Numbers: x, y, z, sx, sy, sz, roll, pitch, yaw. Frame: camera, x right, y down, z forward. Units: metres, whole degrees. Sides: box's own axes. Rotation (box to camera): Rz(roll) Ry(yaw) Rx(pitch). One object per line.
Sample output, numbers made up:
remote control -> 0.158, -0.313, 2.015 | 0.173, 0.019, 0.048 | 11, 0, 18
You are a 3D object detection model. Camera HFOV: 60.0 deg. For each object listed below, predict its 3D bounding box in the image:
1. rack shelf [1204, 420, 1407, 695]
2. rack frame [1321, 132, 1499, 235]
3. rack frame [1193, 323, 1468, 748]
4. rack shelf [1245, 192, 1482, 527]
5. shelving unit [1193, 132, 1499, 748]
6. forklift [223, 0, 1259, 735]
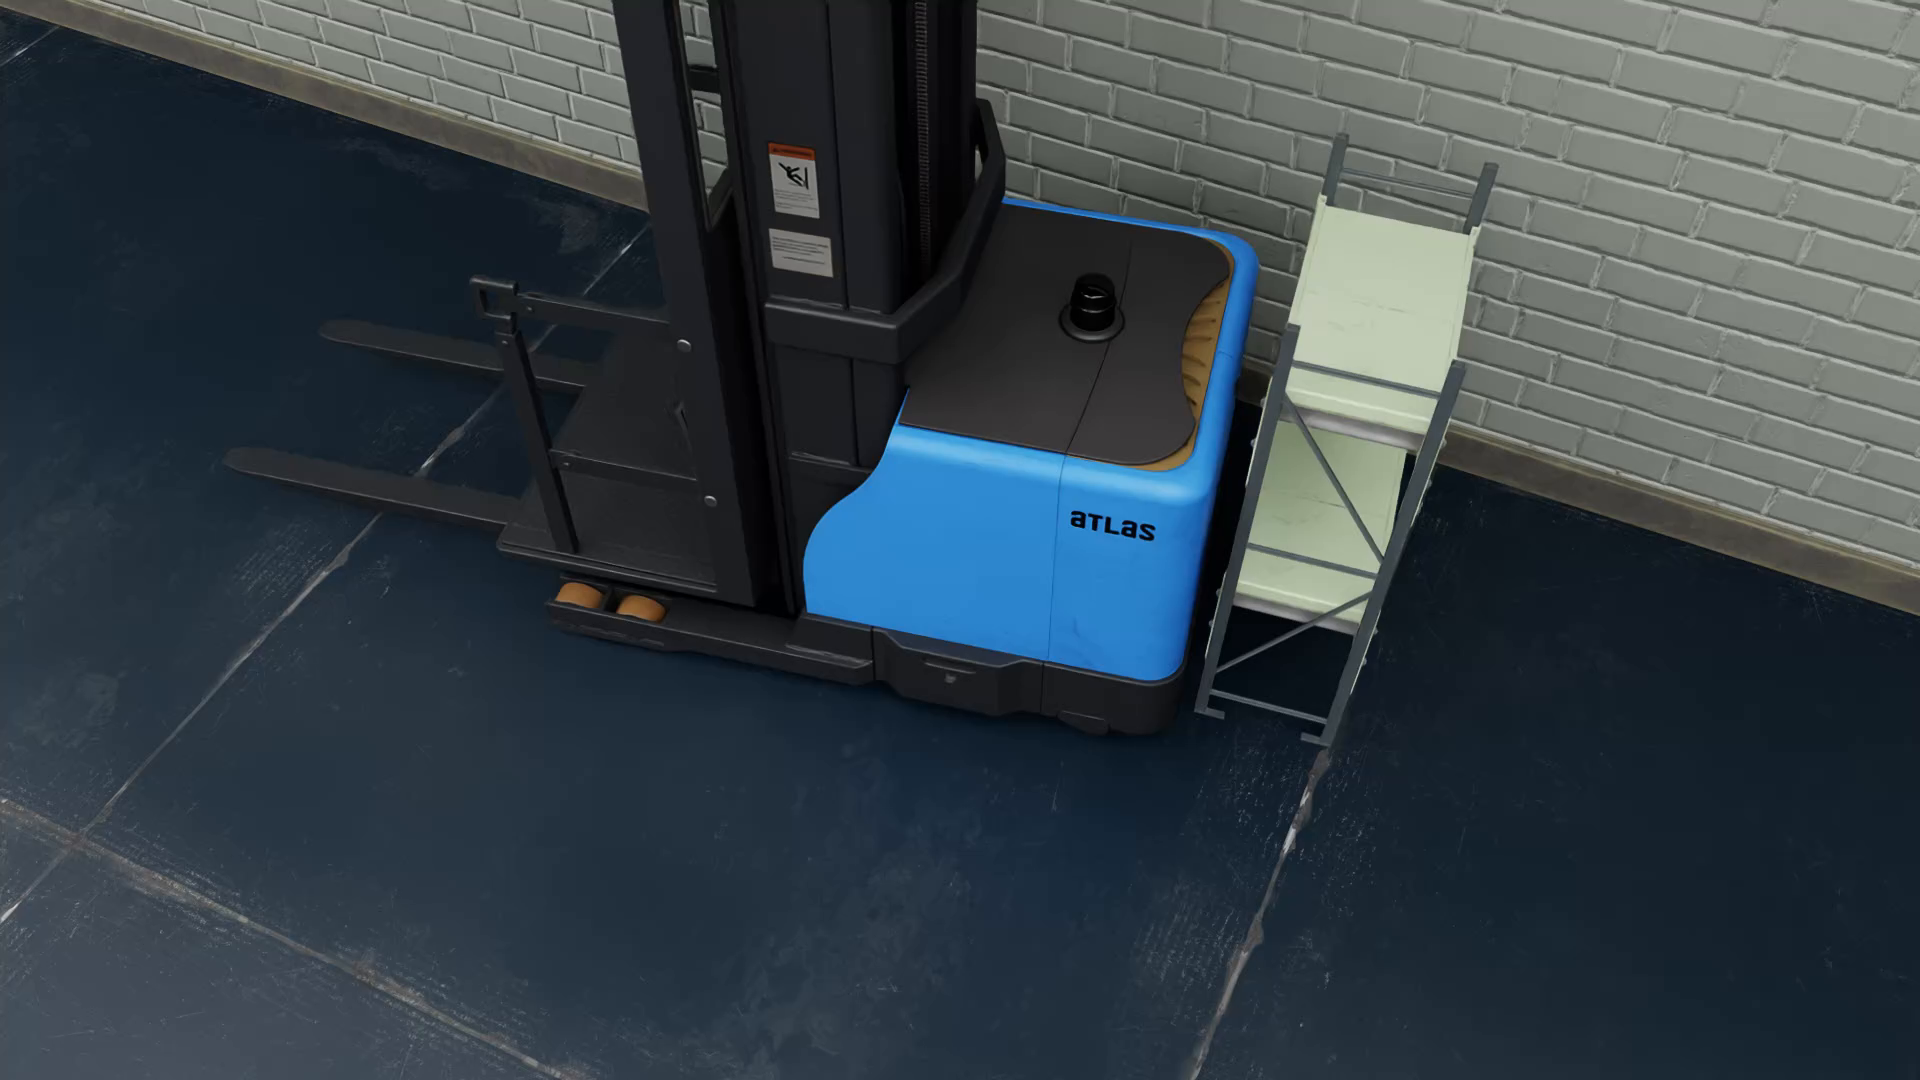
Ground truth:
rack shelf -> 0.988, -0.001, 4.686 | 0.431, 0.370, 0.720 | 14, 51, 10
rack frame -> 1.103, -0.477, 4.663 | 0.400, 1.500, 0.023 | 14, 51, 10
rack frame -> 0.889, 0.056, 4.210 | 0.400, 1.500, 0.023 | 14, 51, 10
rack shelf -> 1.006, -0.461, 4.137 | 0.431, 0.370, 0.720 | 14, 51, 10
shelving unit -> 0.996, -0.211, 4.436 | 0.431, 1.500, 0.755 | 14, 51, 10
forklift -> -0.743, -1.007, 4.183 | 3.031, 2.935, 1.130 | 11, 50, 9
